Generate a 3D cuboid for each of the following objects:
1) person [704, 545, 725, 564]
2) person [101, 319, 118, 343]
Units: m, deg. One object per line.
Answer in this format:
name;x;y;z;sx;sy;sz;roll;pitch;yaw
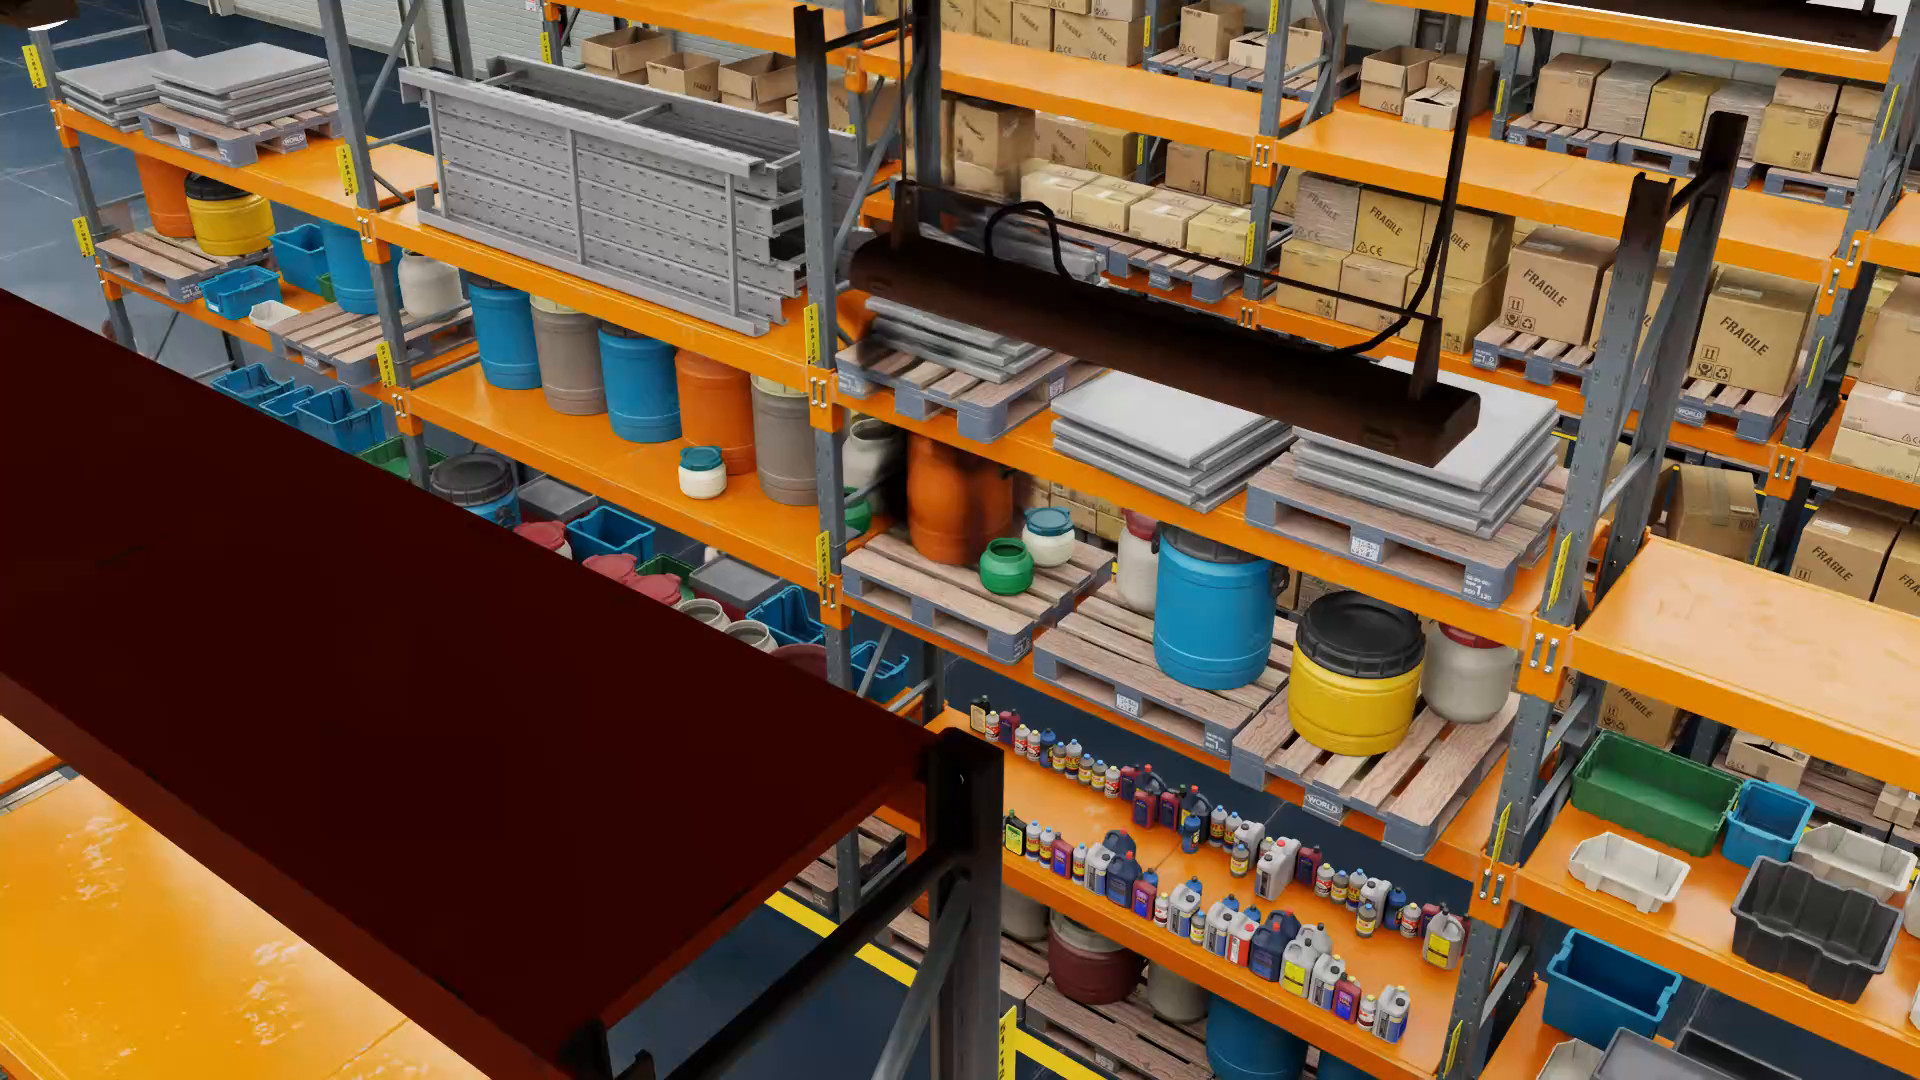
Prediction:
person;-1.778;0.043;13.550;0.741;1.770;0.719;26;40;35
person;-7.944;-1.384;15.985;0.769;1.618;0.542;-7;32;-12
